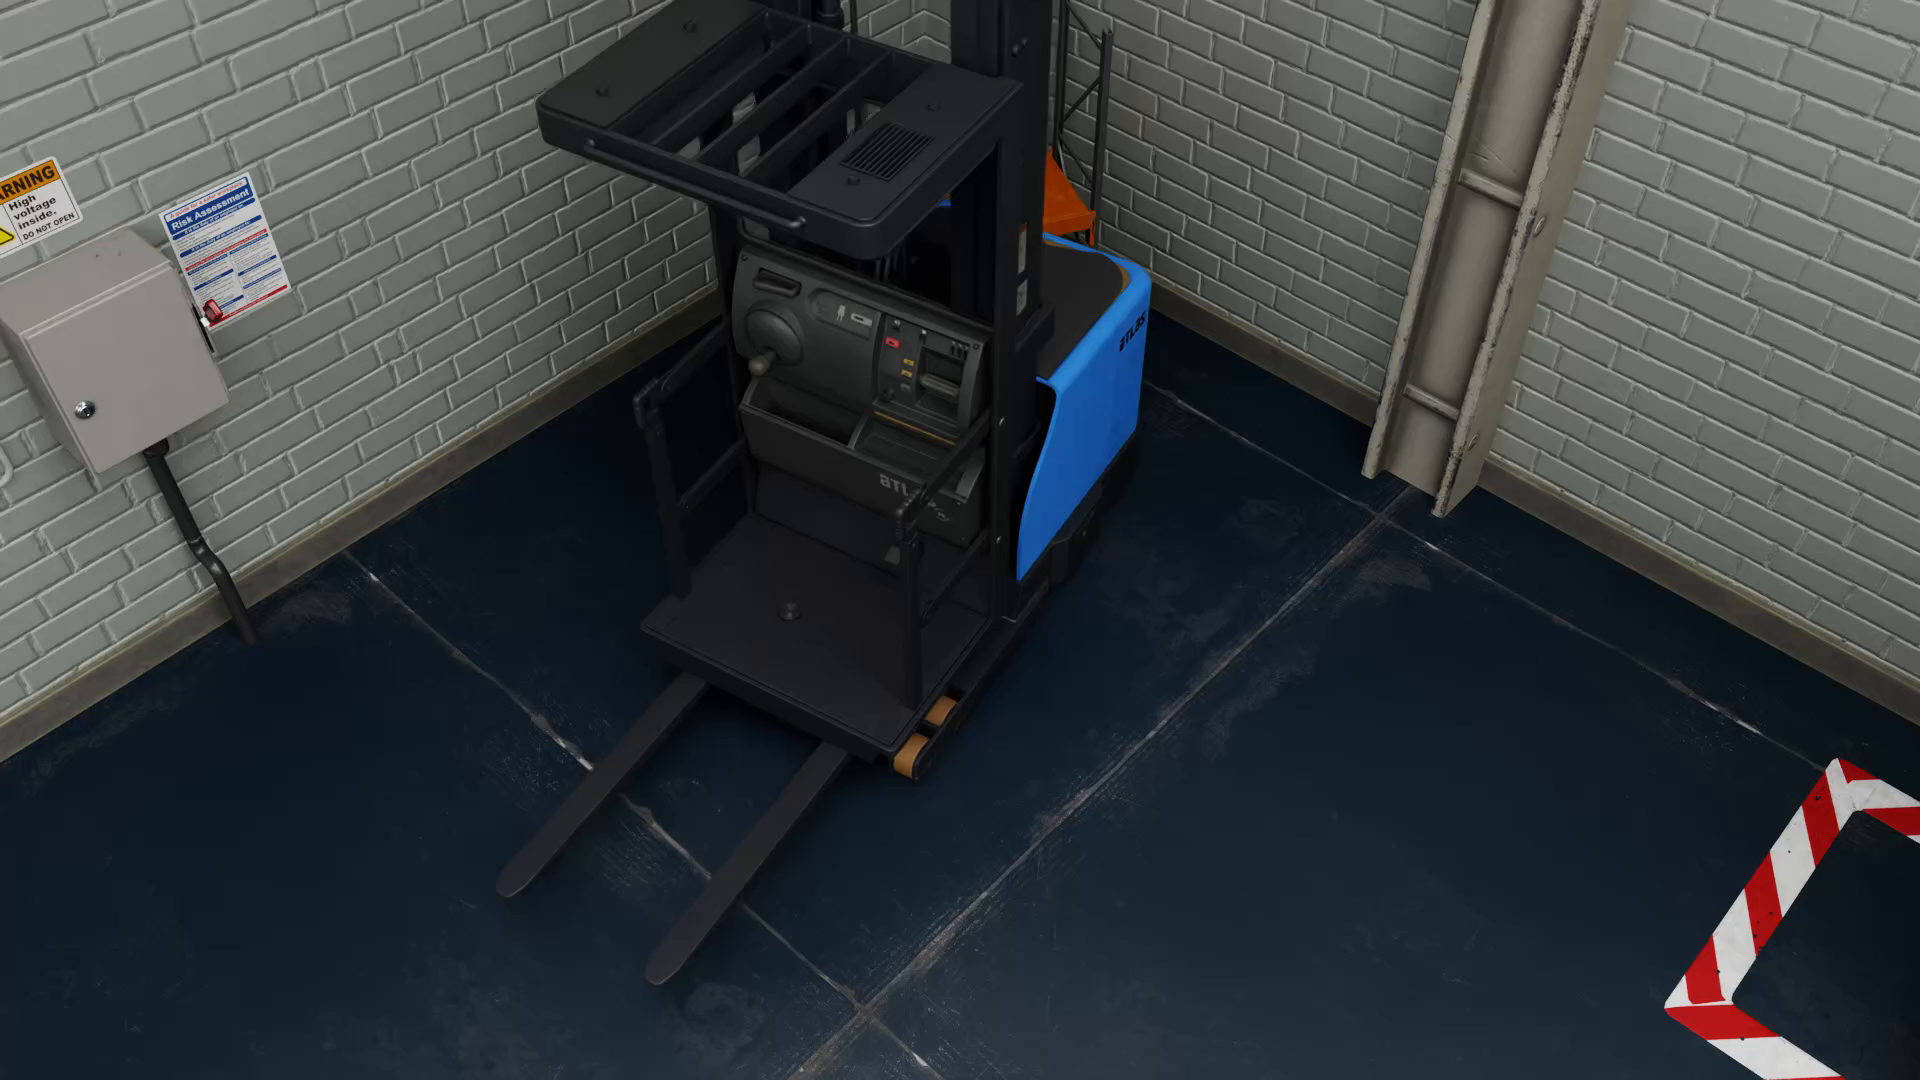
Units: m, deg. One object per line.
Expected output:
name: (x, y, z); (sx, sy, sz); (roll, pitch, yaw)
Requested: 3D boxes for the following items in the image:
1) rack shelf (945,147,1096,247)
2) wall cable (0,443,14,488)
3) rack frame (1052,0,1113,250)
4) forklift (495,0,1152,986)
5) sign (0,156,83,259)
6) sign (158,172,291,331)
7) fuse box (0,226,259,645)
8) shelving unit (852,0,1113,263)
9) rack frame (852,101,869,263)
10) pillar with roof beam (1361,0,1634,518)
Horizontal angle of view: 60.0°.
rack shelf: (0.031, -1.415, 7.297); (1.000, 0.185, 0.538); (-14, 48, -13)
wall cable: (-3.262, -0.706, 4.658); (0.122, 1.984, 0.588); (34, 55, 28)
rack frame: (0.512, -1.658, 7.278); (0.032, 1.500, 0.500); (-14, 48, -13)
forklift: (-0.449, -0.542, 5.249); (1.130, 2.935, 3.031); (23, 51, 20)
sign: (-2.873, -1.001, 5.066); (0.001, 0.242, 0.339); (34, 55, 28)
sign: (-2.500, -0.980, 5.678); (0.001, 0.494, 0.329); (34, 55, 28)
fuse box: (-2.683, -0.205, 5.768); (0.414, 1.711, 0.539); (34, 55, 28)
shelving unit: (0.022, -1.536, 7.163); (1.083, 1.500, 0.587); (-14, 48, -13)
rack frame: (-0.450, -1.419, 7.053); (0.032, 1.500, 0.500); (-14, 48, -13)
pillar with roof beam: (-0.982, -1.041, 1.555); (0.400, 9.000, 9.100); (34, 55, 28)
